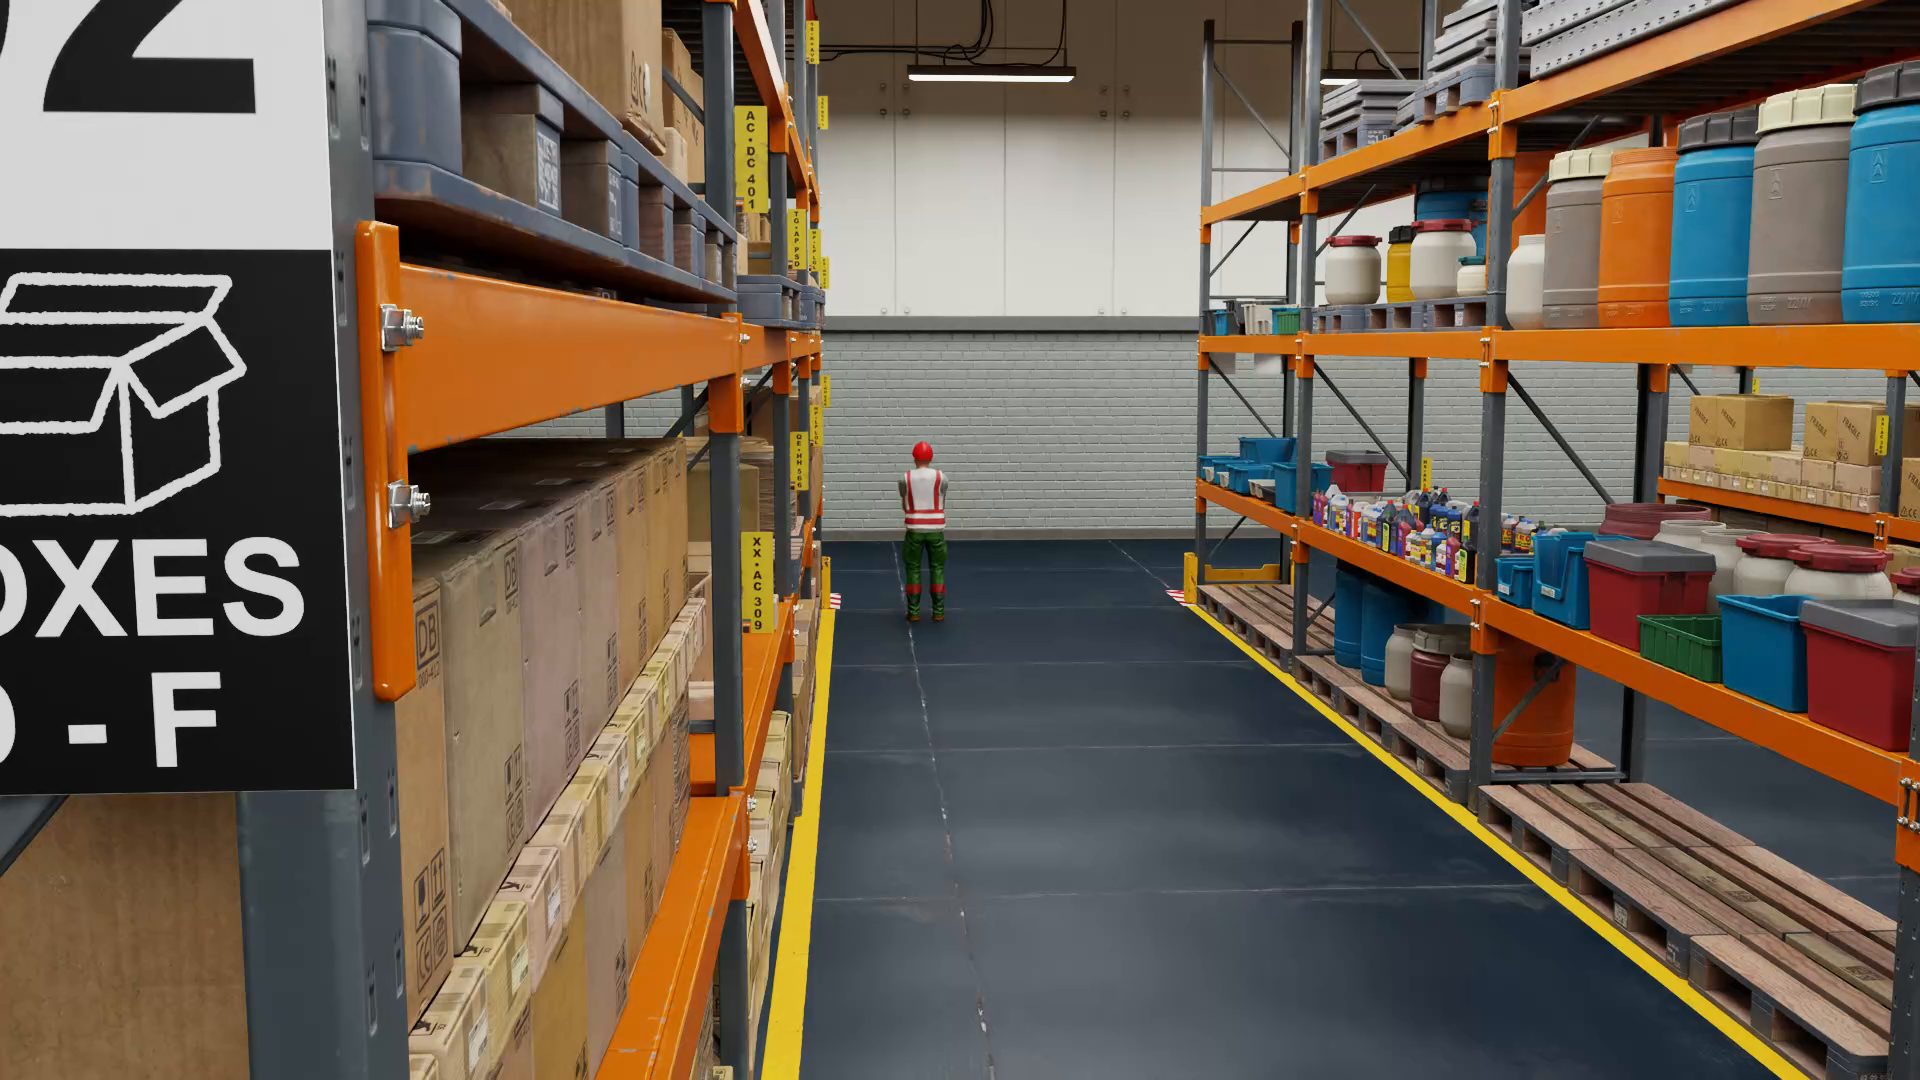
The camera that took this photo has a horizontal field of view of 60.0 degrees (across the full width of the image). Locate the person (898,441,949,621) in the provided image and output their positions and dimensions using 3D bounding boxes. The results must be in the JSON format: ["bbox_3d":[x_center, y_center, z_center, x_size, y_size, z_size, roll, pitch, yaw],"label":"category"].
[{"bbox_3d":[-0.366,-0.102,16.523,0.494,1.783,0.563,0,7,-4],"label":"person"}]
